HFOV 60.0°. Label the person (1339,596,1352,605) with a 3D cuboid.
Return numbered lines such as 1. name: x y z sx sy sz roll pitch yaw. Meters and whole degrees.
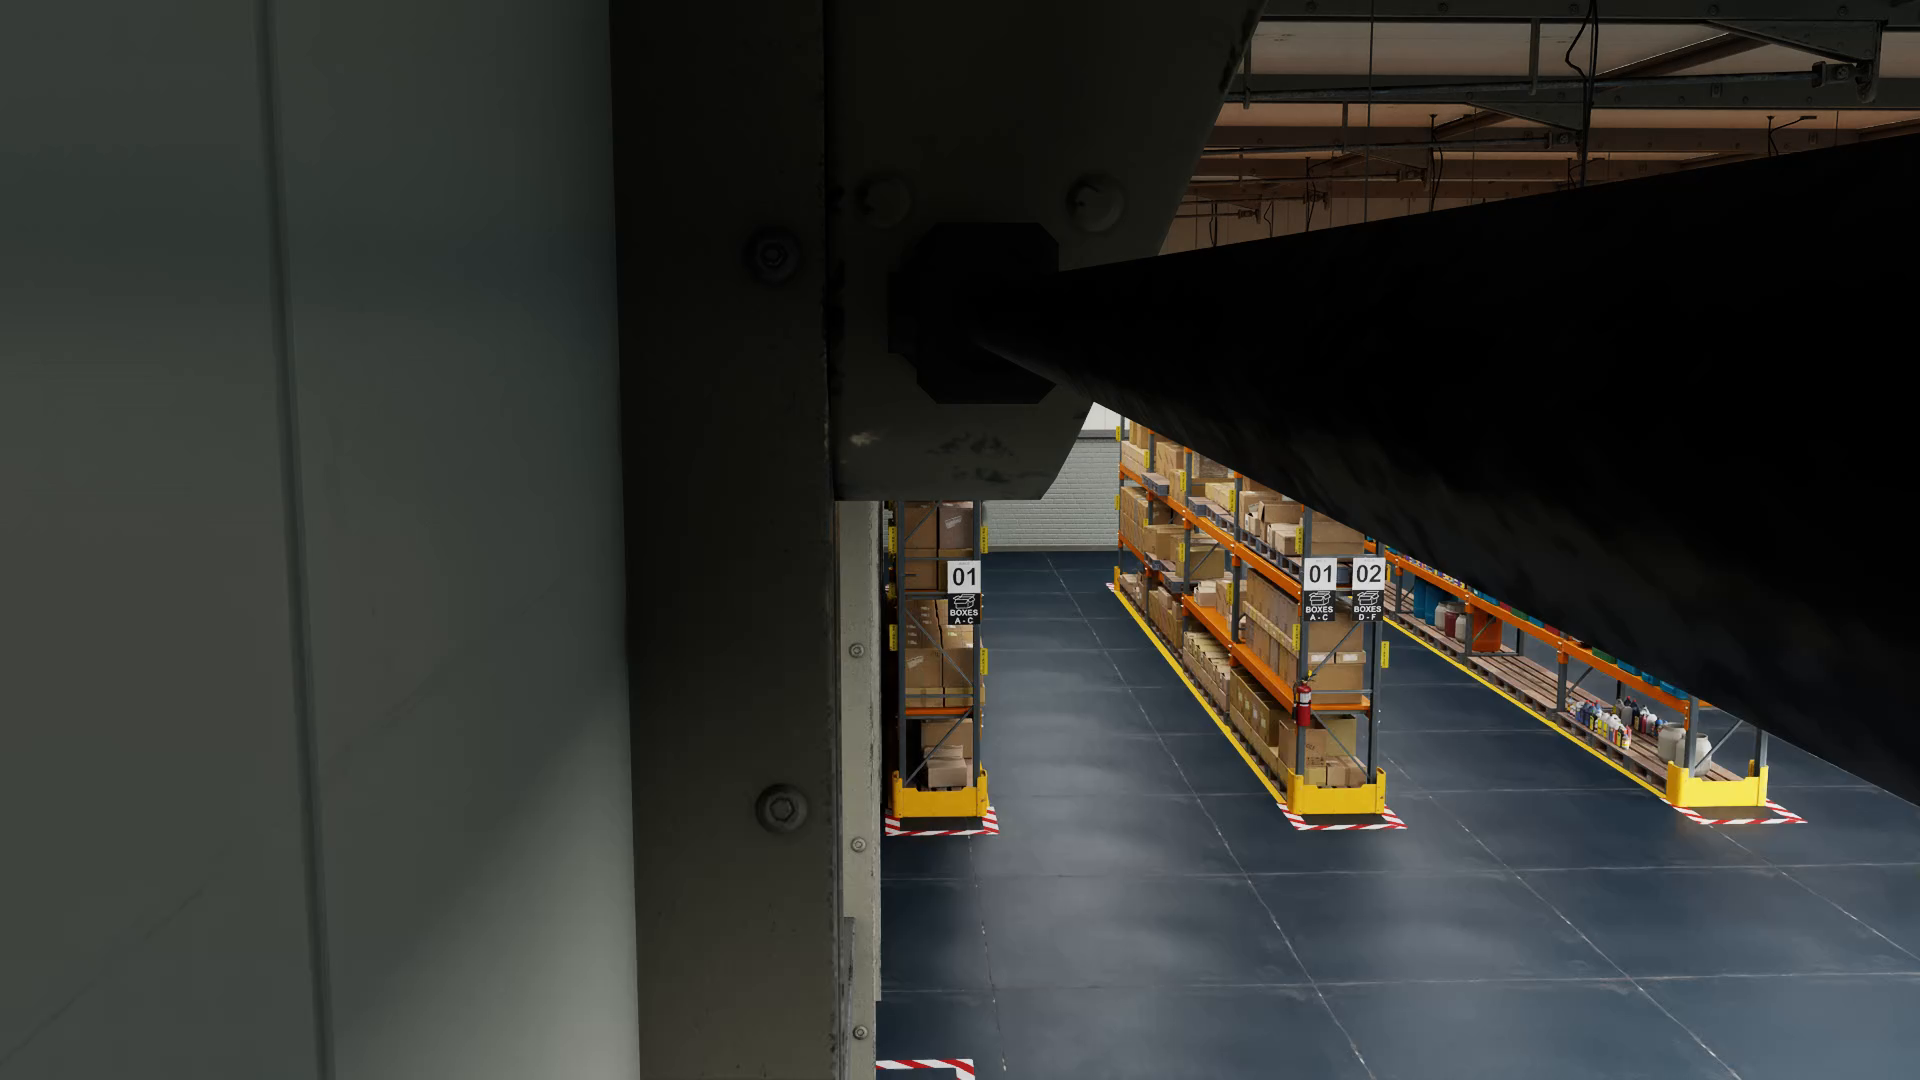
1. person: 6.815 1.297 29.041 0.656 1.739 0.587 -2 8 -14
